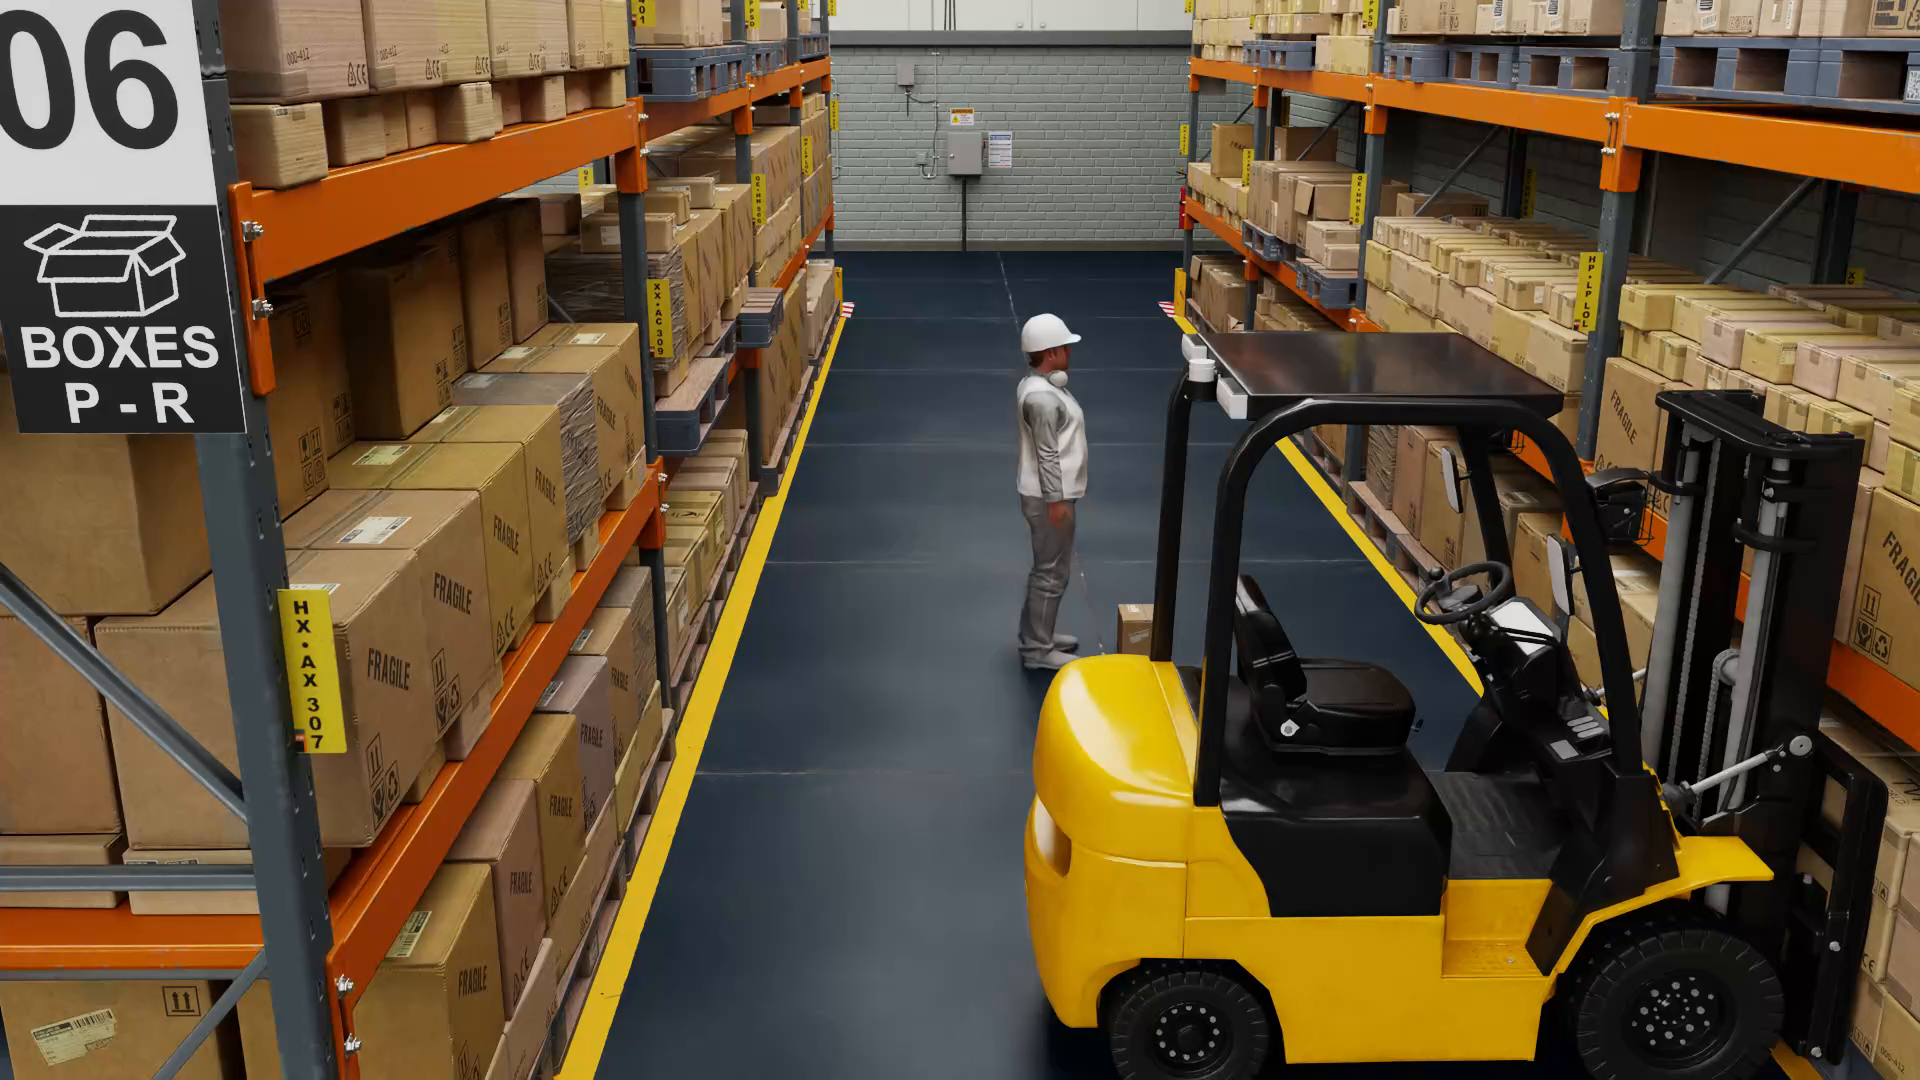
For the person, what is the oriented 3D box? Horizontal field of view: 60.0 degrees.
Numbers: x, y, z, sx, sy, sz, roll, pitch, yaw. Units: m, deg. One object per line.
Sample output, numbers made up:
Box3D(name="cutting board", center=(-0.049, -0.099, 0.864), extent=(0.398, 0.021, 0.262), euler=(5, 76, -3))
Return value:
Box3D(name="person", center=(0.457, -0.243, 8.298), extent=(0.358, 1.769, 0.531), euler=(0, 17, 1))
